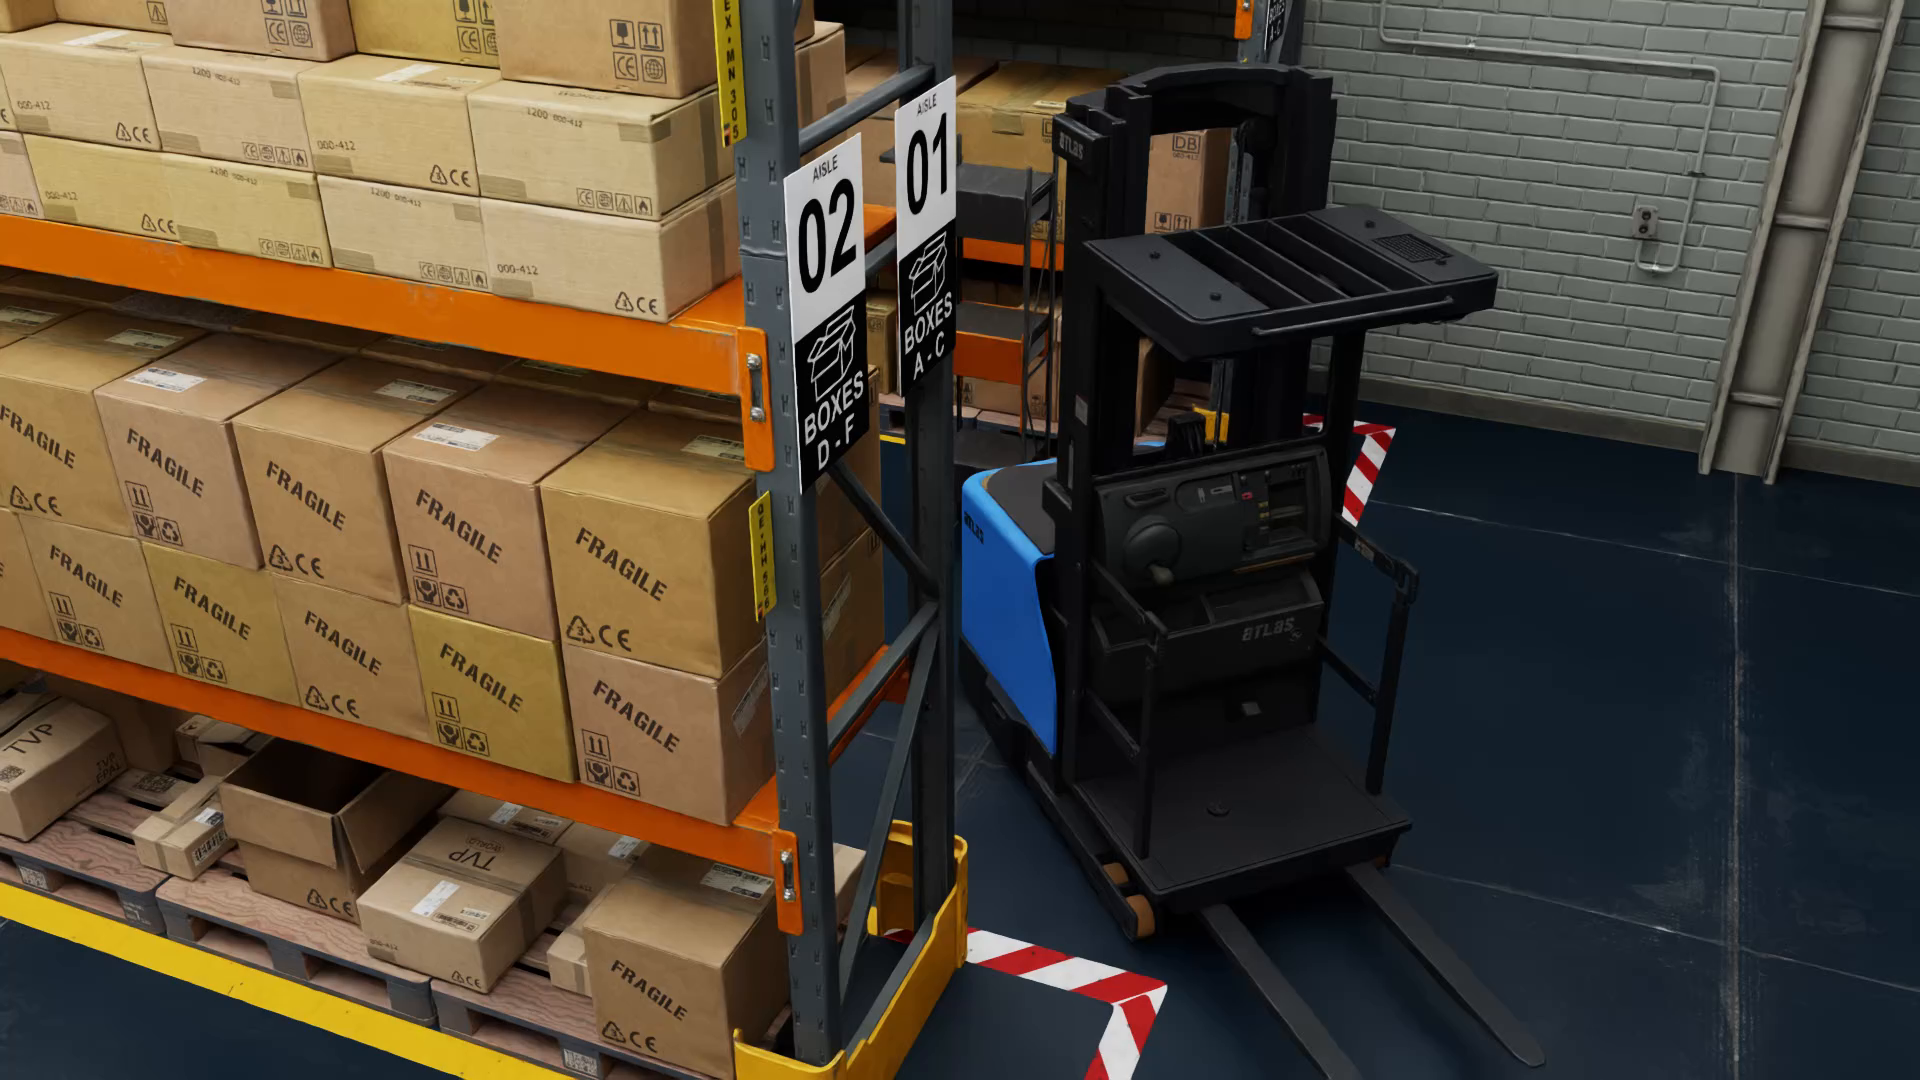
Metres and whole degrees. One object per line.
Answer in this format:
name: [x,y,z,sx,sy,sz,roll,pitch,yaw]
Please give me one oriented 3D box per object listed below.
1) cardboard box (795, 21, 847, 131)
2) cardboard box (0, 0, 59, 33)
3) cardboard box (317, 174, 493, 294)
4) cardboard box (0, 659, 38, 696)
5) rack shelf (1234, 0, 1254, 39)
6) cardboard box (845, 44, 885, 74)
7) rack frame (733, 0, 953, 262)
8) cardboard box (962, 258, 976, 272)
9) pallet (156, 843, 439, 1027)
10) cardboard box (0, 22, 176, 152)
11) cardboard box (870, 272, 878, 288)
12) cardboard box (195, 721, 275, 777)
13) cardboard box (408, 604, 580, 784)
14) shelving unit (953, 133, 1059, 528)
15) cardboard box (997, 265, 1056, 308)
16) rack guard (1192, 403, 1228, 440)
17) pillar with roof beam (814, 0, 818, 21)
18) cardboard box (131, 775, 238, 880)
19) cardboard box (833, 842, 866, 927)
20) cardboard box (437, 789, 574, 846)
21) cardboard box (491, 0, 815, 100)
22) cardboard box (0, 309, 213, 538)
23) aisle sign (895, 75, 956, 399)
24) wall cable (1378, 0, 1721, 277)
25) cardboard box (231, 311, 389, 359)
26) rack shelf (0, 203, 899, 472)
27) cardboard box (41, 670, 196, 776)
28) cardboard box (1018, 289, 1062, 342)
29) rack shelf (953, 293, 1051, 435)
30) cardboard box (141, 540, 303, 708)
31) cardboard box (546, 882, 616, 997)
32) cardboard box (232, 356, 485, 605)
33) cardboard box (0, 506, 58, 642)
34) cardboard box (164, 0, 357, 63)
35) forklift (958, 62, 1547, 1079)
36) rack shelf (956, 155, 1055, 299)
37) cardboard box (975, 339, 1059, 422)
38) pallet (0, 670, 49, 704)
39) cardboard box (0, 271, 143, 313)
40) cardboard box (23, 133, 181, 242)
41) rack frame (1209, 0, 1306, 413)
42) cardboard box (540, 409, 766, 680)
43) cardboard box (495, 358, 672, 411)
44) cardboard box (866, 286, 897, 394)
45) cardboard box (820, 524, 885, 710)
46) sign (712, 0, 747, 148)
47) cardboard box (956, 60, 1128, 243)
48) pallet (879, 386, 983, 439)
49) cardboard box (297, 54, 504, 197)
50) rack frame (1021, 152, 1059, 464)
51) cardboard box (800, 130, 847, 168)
cardboard box: [-0.640,-1.237,4.486,0.500,0.250,0.500,11,31,19]
cardboard box: [-2.627,-1.770,4.667,0.500,0.500,0.700,11,31,19]
cardboard box: [-1.296,-0.878,4.358,0.500,0.250,0.500,11,31,19]
cardboard box: [-4.325,0.391,7.103,0.500,0.500,0.500,10,31,17]
rack shelf: [-0.256,-3.187,9.023,4.000,0.370,1.077,11,31,19]
cardboard box: [-0.938,-2.449,9.730,0.700,0.700,0.980,10,31,18]
rack frame: [-0.261,-2.177,3.456,0.127,3.000,1.000,11,31,19]
cardboard box: [-0.073,-1.587,9.964,0.250,0.149,0.380,12,31,20]
pallet: [-2.198,1.262,6.304,1.213,0.211,1.003,11,31,19]
cardboard box: [-2.224,-1.278,4.558,0.500,0.250,0.500,11,31,19]
cardboard box: [-0.547,-1.681,10.131,0.250,0.149,0.380,12,31,20]
cardboard box: [-2.638,0.789,6.591,0.500,0.311,0.500,11,31,19]
cardboard box: [-1.261,0.338,5.001,0.500,0.500,0.500,12,31,20]
shelving unit: [0.153,-0.883,8.179,0.503,2.100,0.431,11,31,19]
cardboard box: [0.401,-1.493,9.797,0.250,0.149,0.380,12,31,20]
rack guard: [1.620,-0.732,9.536,0.348,0.500,1.175,11,31,19]
pillar with roof beam: [-2.754,-3.478,5.758,0.400,9.000,9.100,11,31,19]
cardboard box: [-2.855,1.069,6.243,0.250,0.166,0.380,11,31,19]
cardboard box: [-0.520,1.251,5.939,0.250,0.149,0.380,11,31,19]
cardboard box: [-1.585,1.026,6.234,0.500,0.250,0.500,11,31,19]
cardboard box: [-0.744,-1.437,4.078,0.500,0.500,0.700,11,31,19]
cardboard box: [-2.683,-0.378,5.252,0.500,0.500,0.500,10,31,18]
aisle sign: [-0.088,-0.818,4.507,0.004,0.787,0.394,11,31,19]
wall cable: [3.140,-2.461,9.023,1.851,1.984,0.084,11,31,19]
cardboard box: [-1.994,-0.528,5.517,0.500,0.500,0.500,11,31,19]
rack shelf: [-2.115,-0.928,5.025,4.000,0.370,1.077,11,31,19]
cardboard box: [-3.333,0.568,6.790,0.500,0.500,0.500,11,31,19]
cardboard box: [0.487,-1.273,9.408,0.250,0.149,0.380,12,32,20]
rack shelf: [0.153,-0.872,8.186,0.480,0.518,0.431,11,31,19]
cardboard box: [-2.188,0.150,5.334,0.500,0.500,0.500,11,31,18]
cardboard box: [-1.199,1.373,5.705,0.250,0.166,0.380,11,31,19]
cardboard box: [-1.728,-0.187,4.916,0.500,0.500,0.500,12,32,20]
cardboard box: [-3.123,-0.037,5.665,0.500,0.500,0.500,12,32,20]
cardboard box: [-1.679,-1.612,4.387,0.500,0.500,0.700,11,31,19]
forklift: [1.011,-0.036,5.836,1.130,2.935,3.031,-11,31,-19]
rack shelf: [0.153,-1.481,7.841,0.480,0.518,0.431,11,31,19]
cardboard box: [0.448,-1.095,9.753,0.500,0.500,0.700,11,31,19]
pallet: [-4.736,0.776,7.163,1.213,0.211,1.003,11,31,19]
cardboard box: [-2.926,-0.715,5.848,0.500,0.500,0.500,11,31,18]
cardboard box: [-2.221,-1.064,4.688,0.500,0.250,0.500,11,31,19]
rack frame: [1.598,-1.824,8.929,0.127,3.000,1.000,11,31,19]
cardboard box: [-0.777,-0.001,4.585,0.500,0.500,0.500,11,31,19]
cardboard box: [-1.061,-0.339,5.184,0.500,0.500,0.500,12,31,20]
cardboard box: [-0.516,-1.283,10.086,0.500,0.500,0.700,12,32,20]
cardboard box: [-0.574,0.189,5.265,0.500,0.500,0.500,12,32,20]
sign: [-0.489,-1.007,3.535,0.005,0.325,0.100,11,31,19]
cardboard box: [0.443,-2.174,9.243,0.700,0.700,0.980,11,31,19]
pallet: [-0.299,-0.949,10.214,1.213,0.211,1.003,11,31,19]
cardboard box: [-1.297,-1.094,4.233,0.500,0.250,0.500,11,31,19]
rack frame: [0.379,-0.838,8.099,0.015,2.100,0.400,11,31,19]
cardboard box: [-0.642,-1.016,4.604,0.500,0.250,0.500,11,31,19]
